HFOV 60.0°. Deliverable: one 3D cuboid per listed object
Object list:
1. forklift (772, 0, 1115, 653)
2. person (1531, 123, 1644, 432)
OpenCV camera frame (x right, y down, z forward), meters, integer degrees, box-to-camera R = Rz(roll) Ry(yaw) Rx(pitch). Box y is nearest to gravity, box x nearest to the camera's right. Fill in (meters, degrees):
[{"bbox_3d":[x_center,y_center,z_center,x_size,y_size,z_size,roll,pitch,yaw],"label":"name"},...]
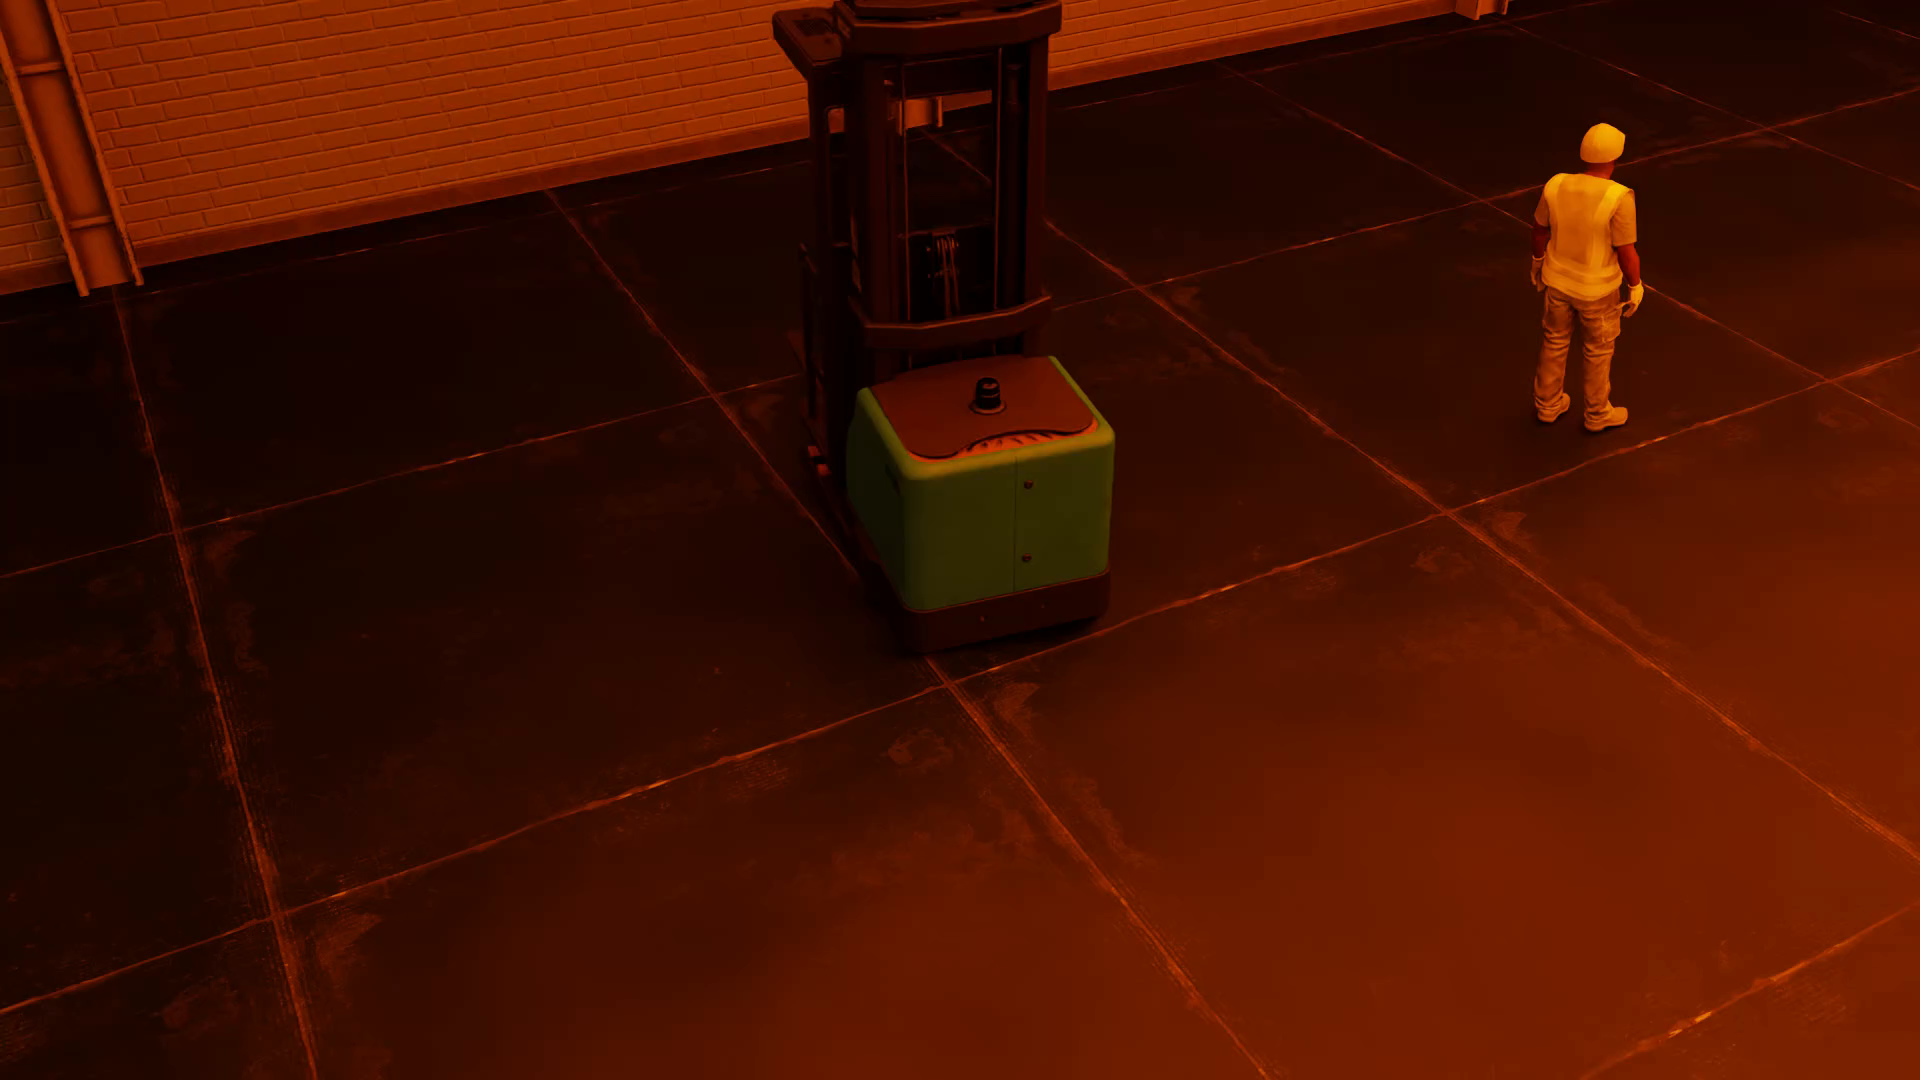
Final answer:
[{"bbox_3d":[-0.240,-1.517,8.270,1.130,2.935,3.031,-11,37,-15],"label":"forklift"},{"bbox_3d":[3.470,-1.452,9.160,0.577,1.782,0.655,-27,43,-32],"label":"person"}]
